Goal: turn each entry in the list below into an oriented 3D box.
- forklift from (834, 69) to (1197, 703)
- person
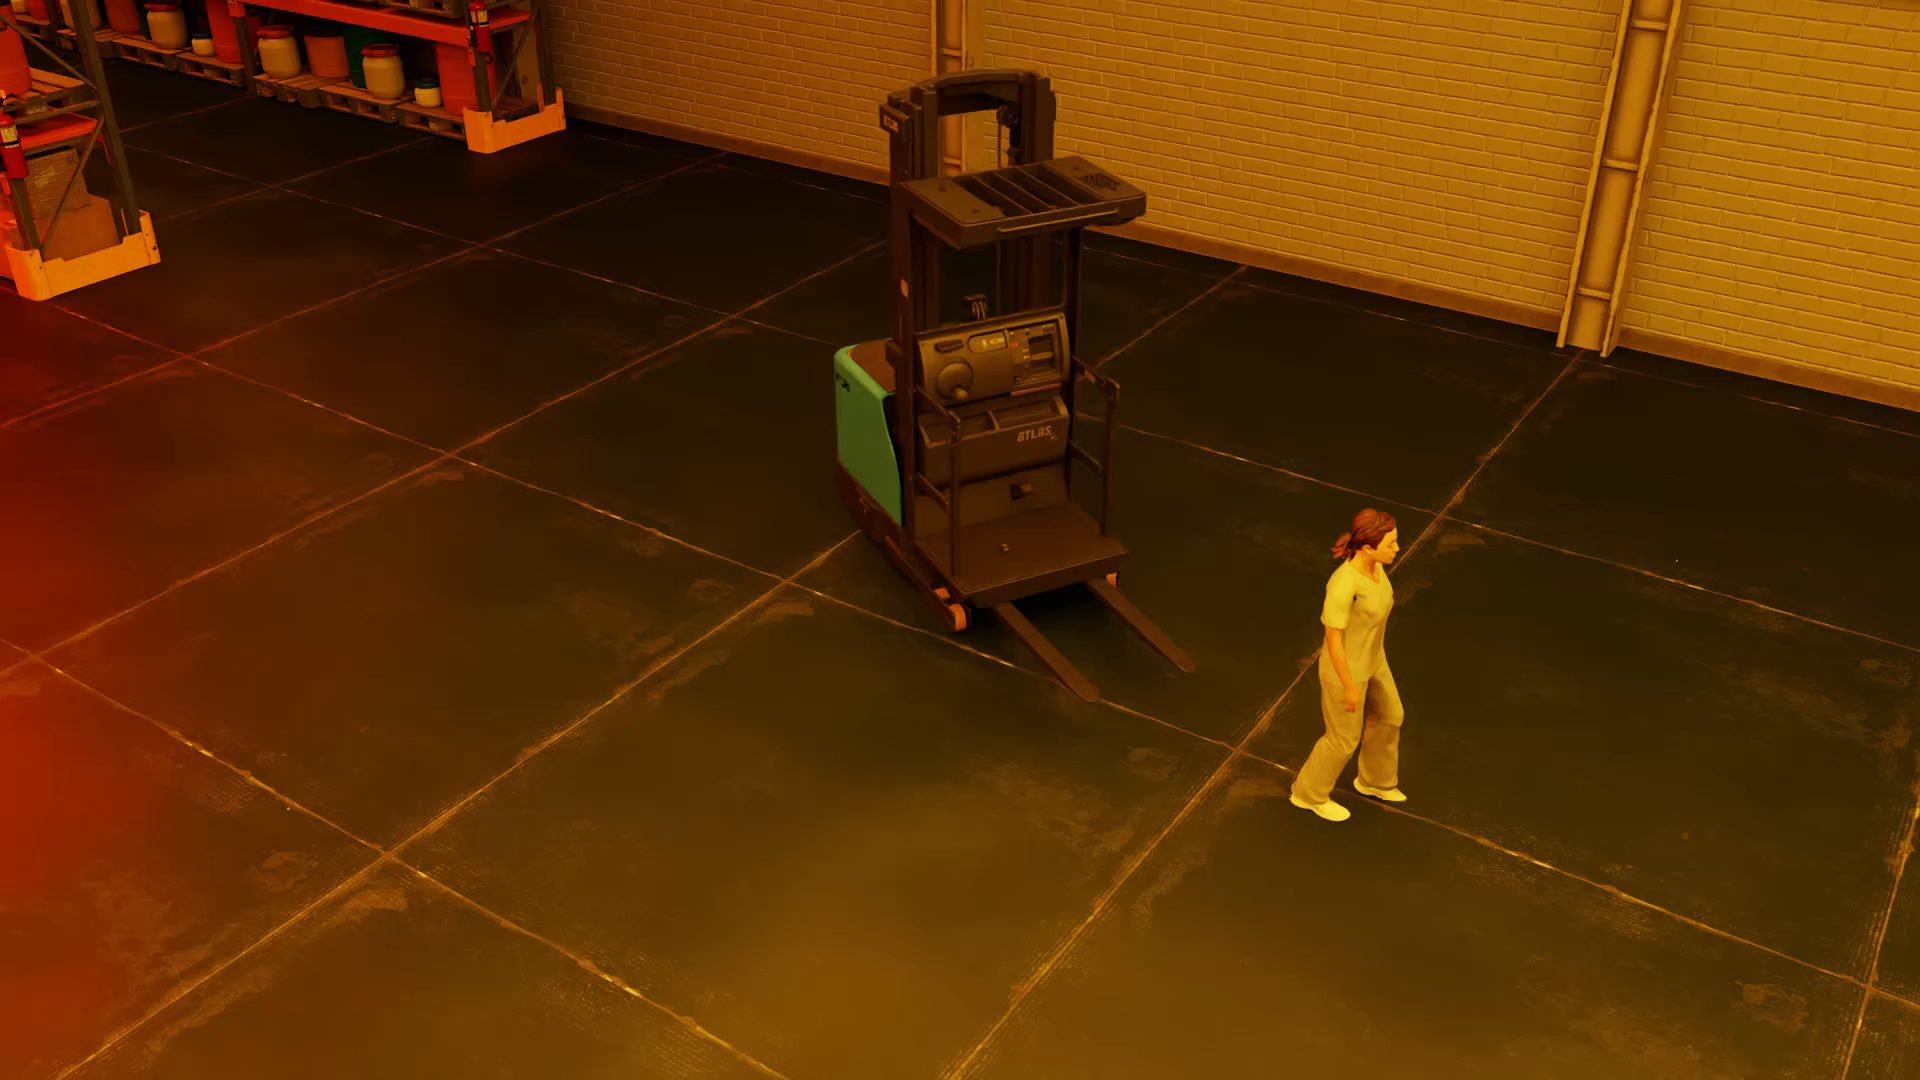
[{"bbox_3d":[0.296,-0.989,9.285,1.130,2.935,3.031,-14,33,-23],"label":"forklift"},{"bbox_3d":[1.908,0.632,7.819,0.519,1.709,0.534,18,35,28],"label":"person"}]
